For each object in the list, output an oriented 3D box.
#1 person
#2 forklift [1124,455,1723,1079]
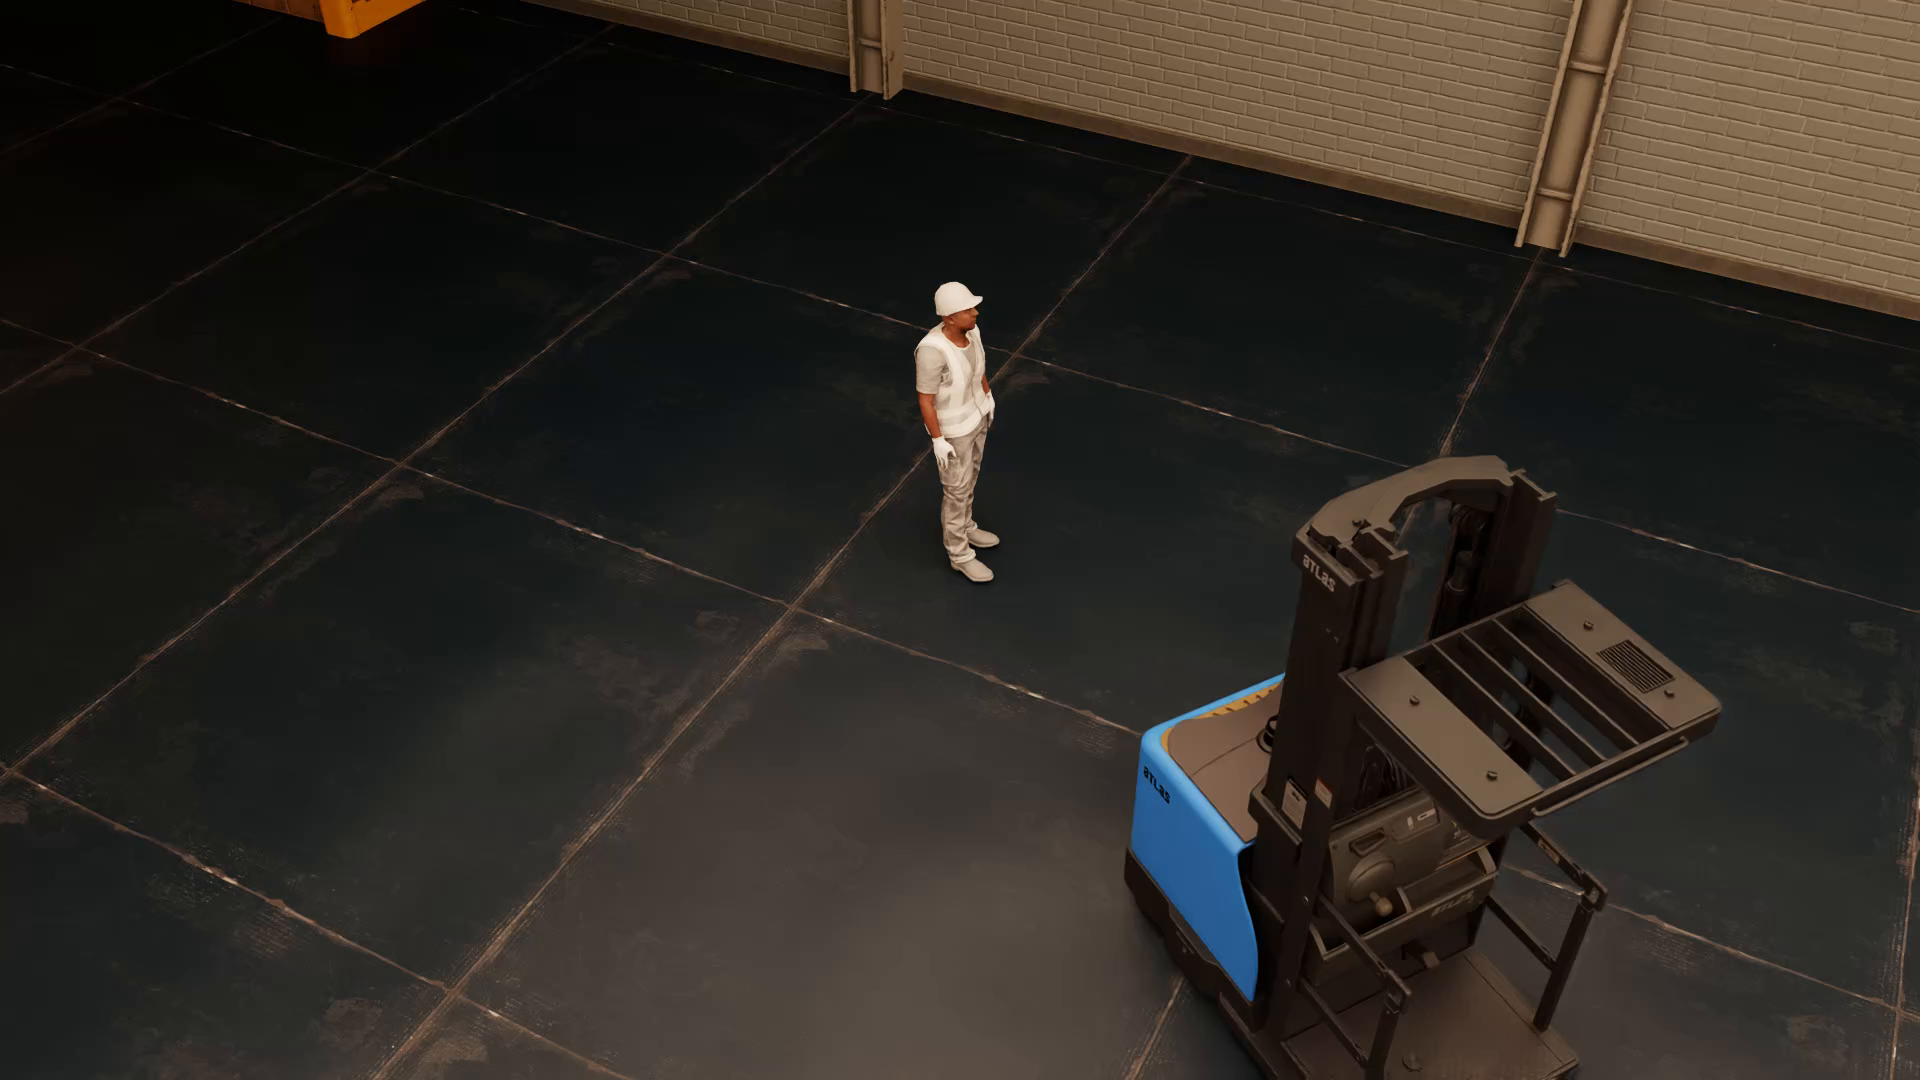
[{"bbox_3d":[0.061,-0.661,9.652,0.575,1.785,0.657,18,43,21],"label":"person"},{"bbox_3d":[1.948,1.263,6.487,1.130,2.935,3.031,-19,44,-21],"label":"forklift"}]
